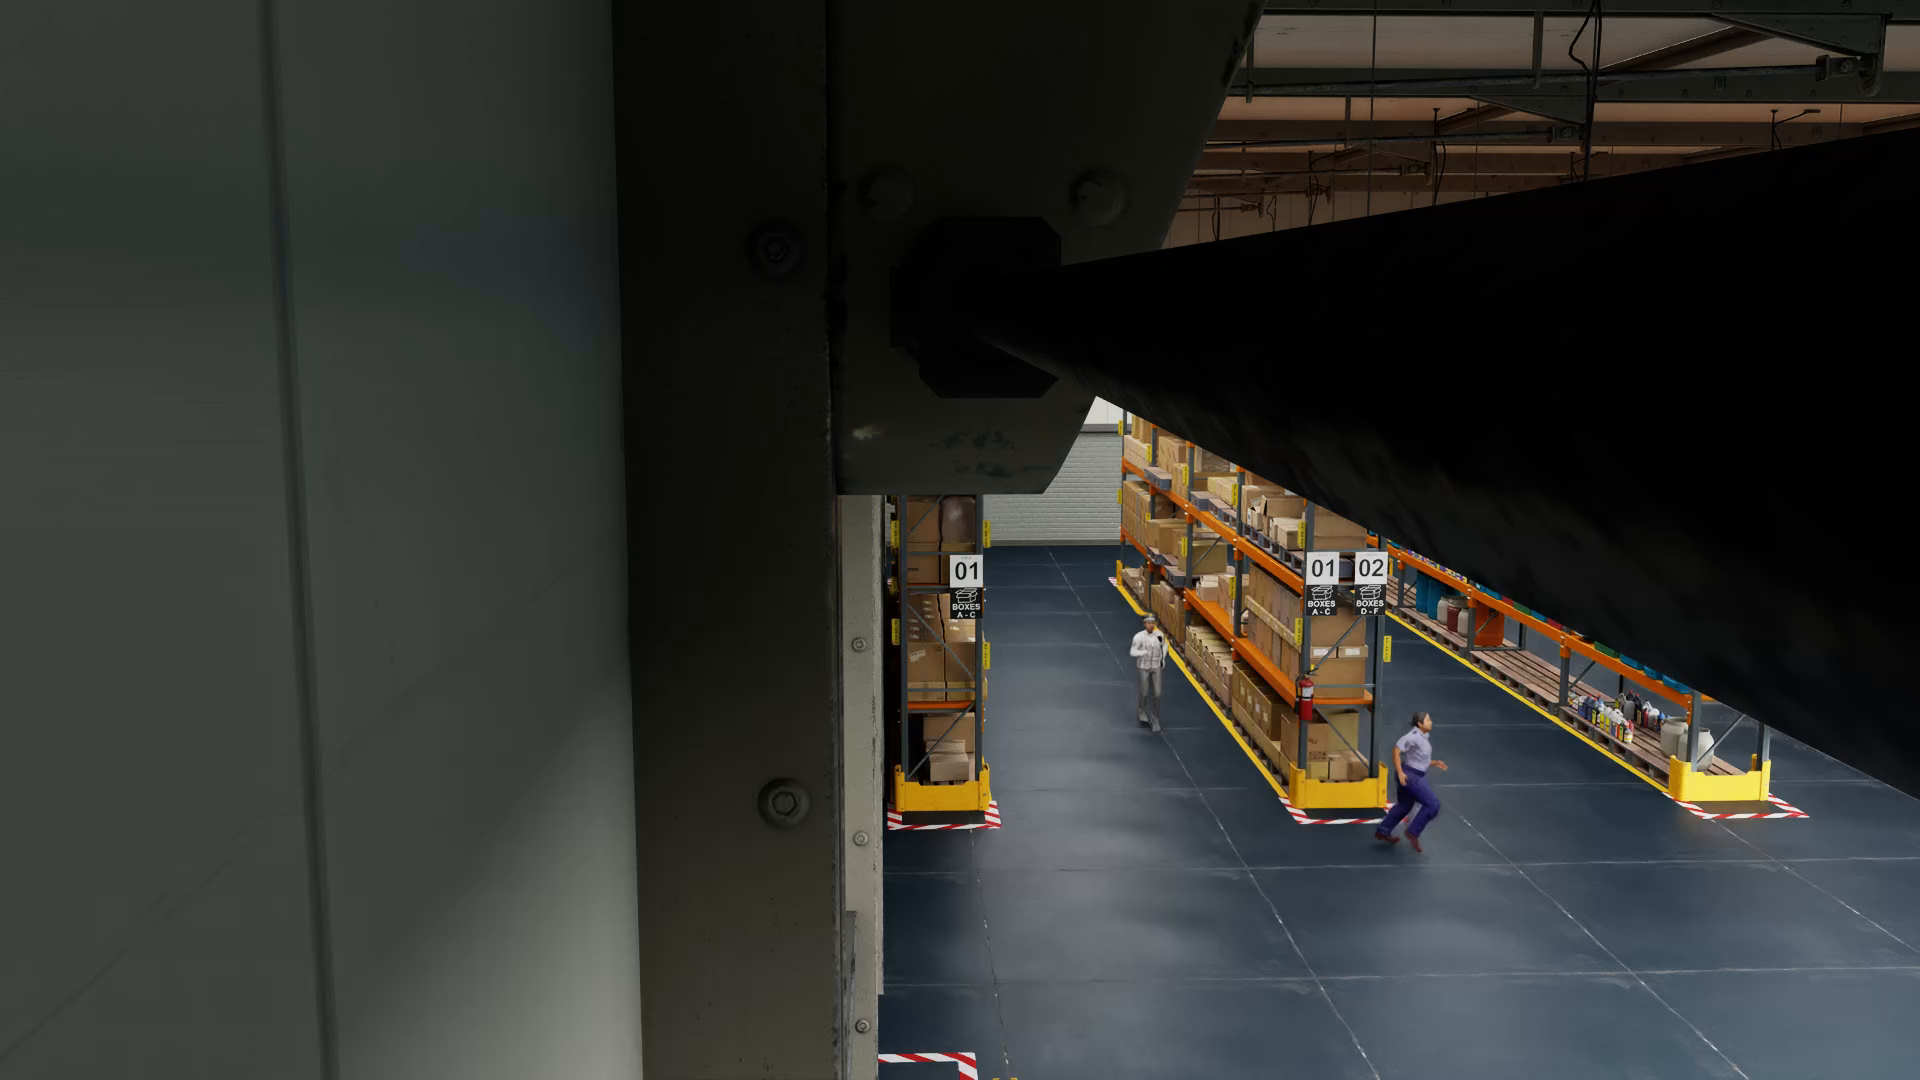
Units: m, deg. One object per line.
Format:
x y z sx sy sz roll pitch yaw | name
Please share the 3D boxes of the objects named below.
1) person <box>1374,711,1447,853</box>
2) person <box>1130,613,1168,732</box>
5.173 2.755 19.049 0.774 1.605 0.520 2 9 16 | person
2.779 1.916 24.351 0.594 1.745 0.712 0 8 -3 | person
